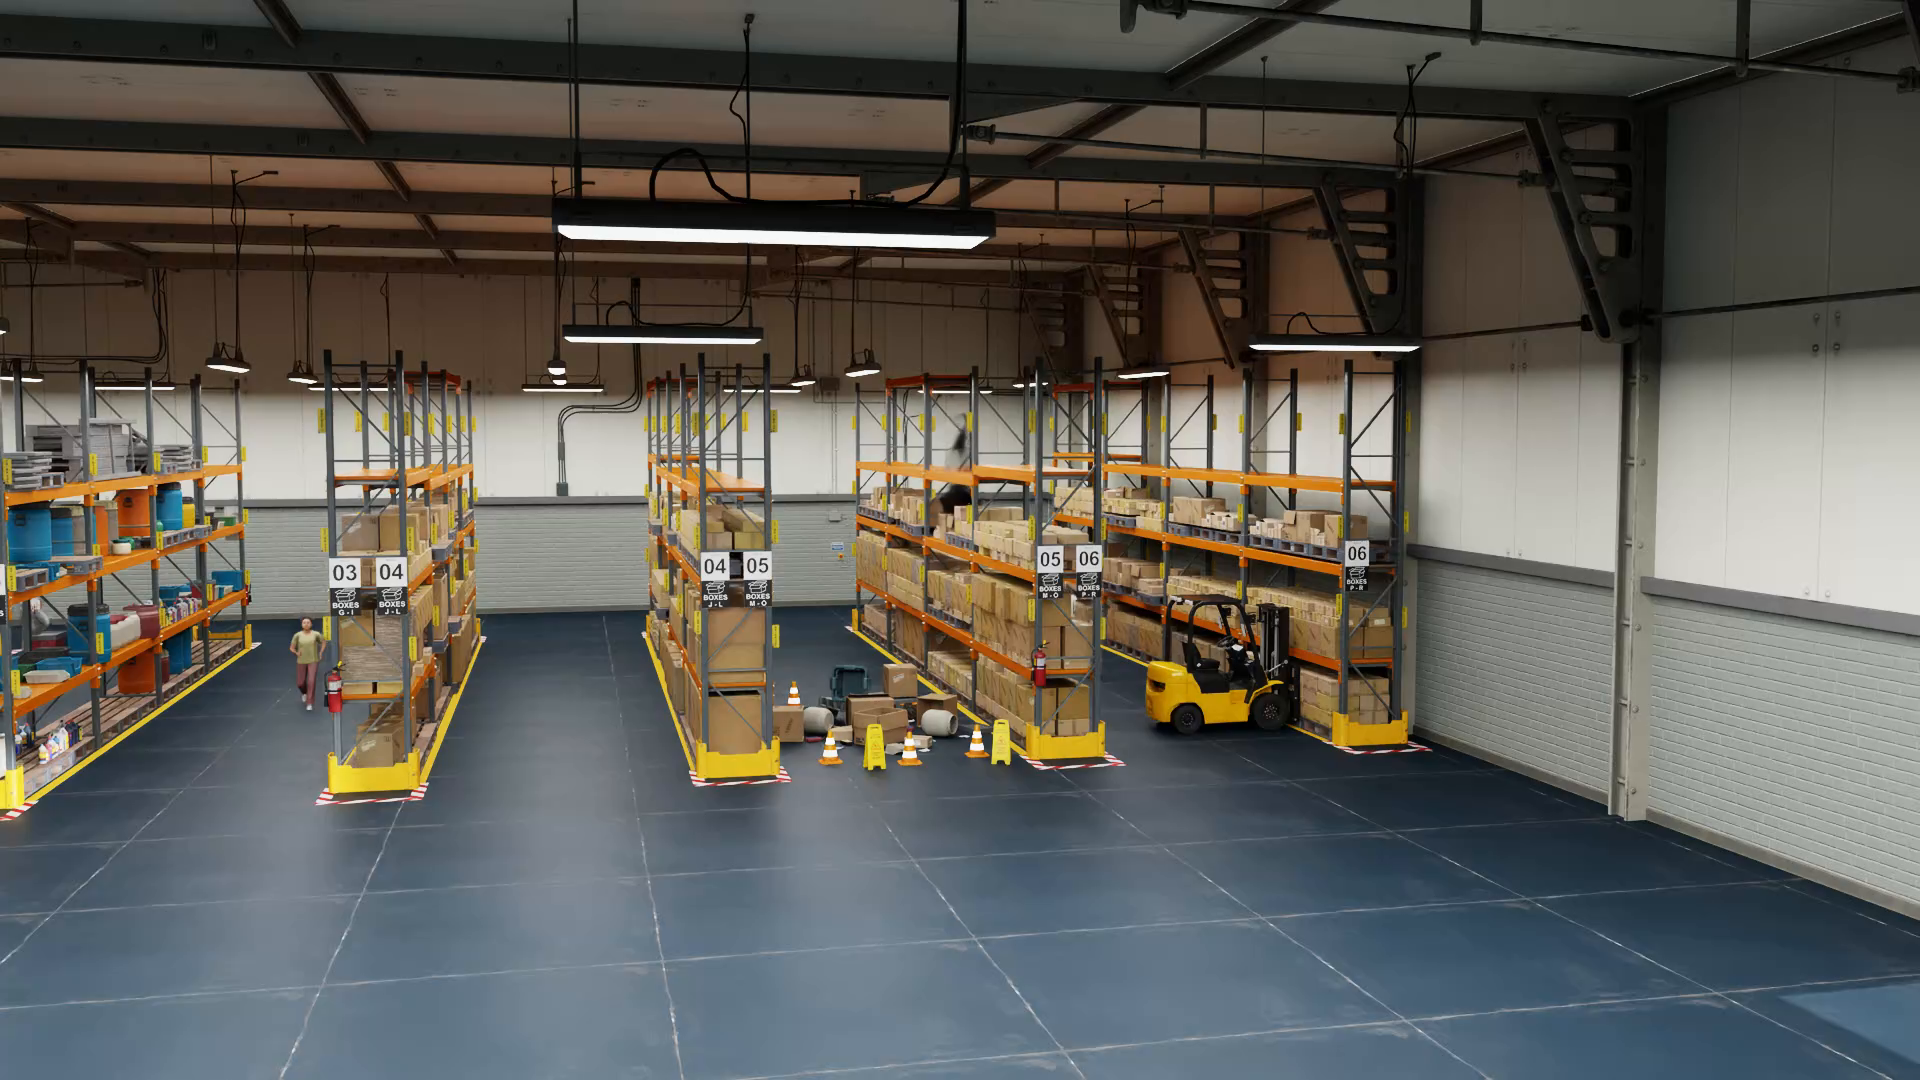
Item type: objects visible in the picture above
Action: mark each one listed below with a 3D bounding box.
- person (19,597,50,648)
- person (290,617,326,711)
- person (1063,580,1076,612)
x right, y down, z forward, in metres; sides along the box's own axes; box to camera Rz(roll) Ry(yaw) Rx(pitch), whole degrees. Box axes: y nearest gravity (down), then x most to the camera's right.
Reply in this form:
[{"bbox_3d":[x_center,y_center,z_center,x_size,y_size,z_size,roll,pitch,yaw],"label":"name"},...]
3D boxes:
[{"bbox_3d":[-20.644,1.552,37.012,0.605,1.737,0.679,1,4,10],"label":"person"},{"bbox_3d":[-11.450,2.154,29.223,0.588,1.628,0.758,-1,4,-18],"label":"person"},{"bbox_3d":[2.090,1.731,34.290,0.719,1.794,0.953,-1,4,-19],"label":"person"}]
